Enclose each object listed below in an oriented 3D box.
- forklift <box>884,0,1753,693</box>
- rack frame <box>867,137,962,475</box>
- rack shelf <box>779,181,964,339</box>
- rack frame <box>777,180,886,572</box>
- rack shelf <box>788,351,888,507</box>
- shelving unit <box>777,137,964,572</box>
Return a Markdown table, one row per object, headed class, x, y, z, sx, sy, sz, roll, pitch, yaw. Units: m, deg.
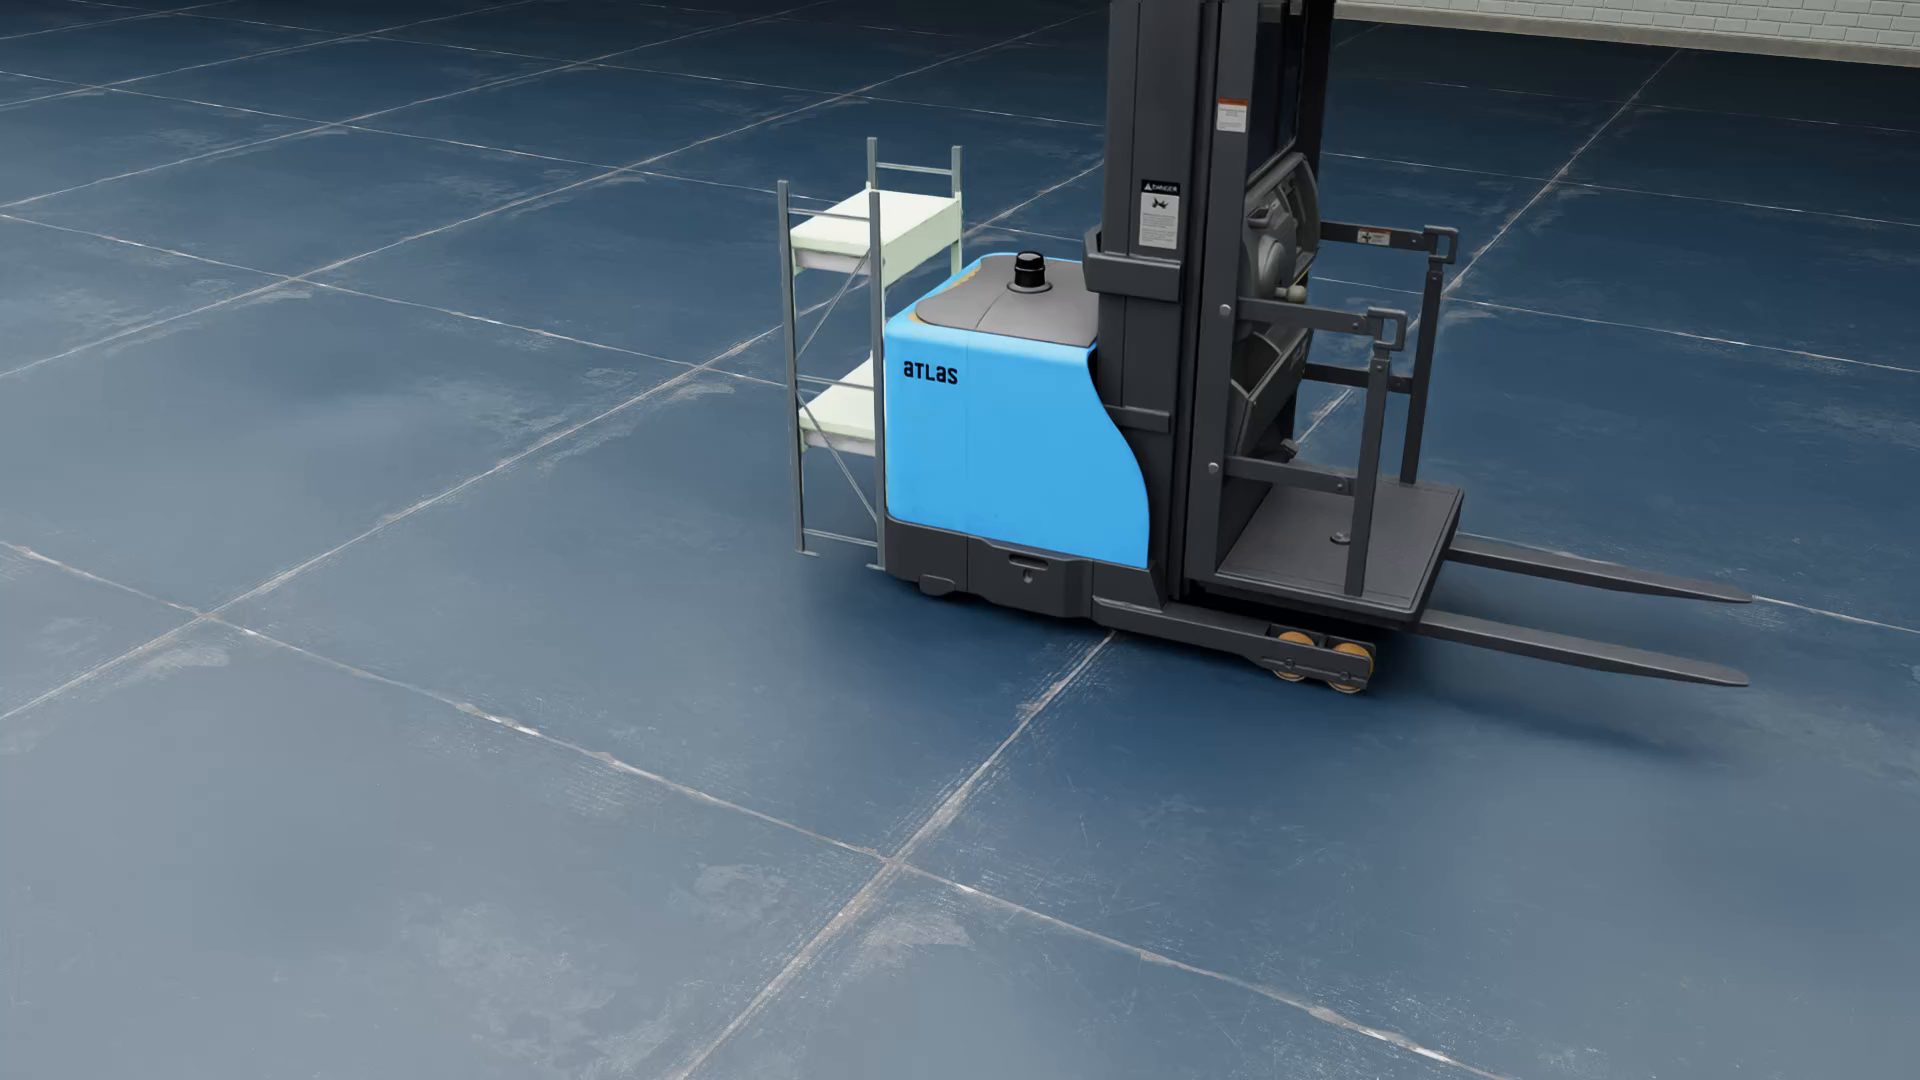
| class | x | y | z | sx | sy | sz | roll | pitch | yaw |
| --- | --- | --- | --- | --- | --- | --- | --- | --- | --- |
| forklift | 1.277 | -1.057 | 5.588 | 3.031 | 2.935 | 1.130 | 11 | 29 | 21 |
| rack frame | -0.180 | -0.888 | 6.848 | 0.400 | 1.500 | 0.023 | 11 | 29 | 21 |
| rack shelf | -0.325 | -1.086 | 6.373 | 0.431 | 0.370 | 0.720 | 11 | 29 | 21 |
| rack frame | -0.470 | -0.587 | 6.247 | 0.400 | 1.500 | 0.023 | 11 | 29 | 21 |
| rack shelf | -0.325 | -0.446 | 6.694 | 0.431 | 0.370 | 0.720 | 11 | 29 | 21 |
| shelving unit | -0.325 | -0.737 | 6.548 | 0.431 | 1.500 | 0.755 | 11 | 29 | 21 |
